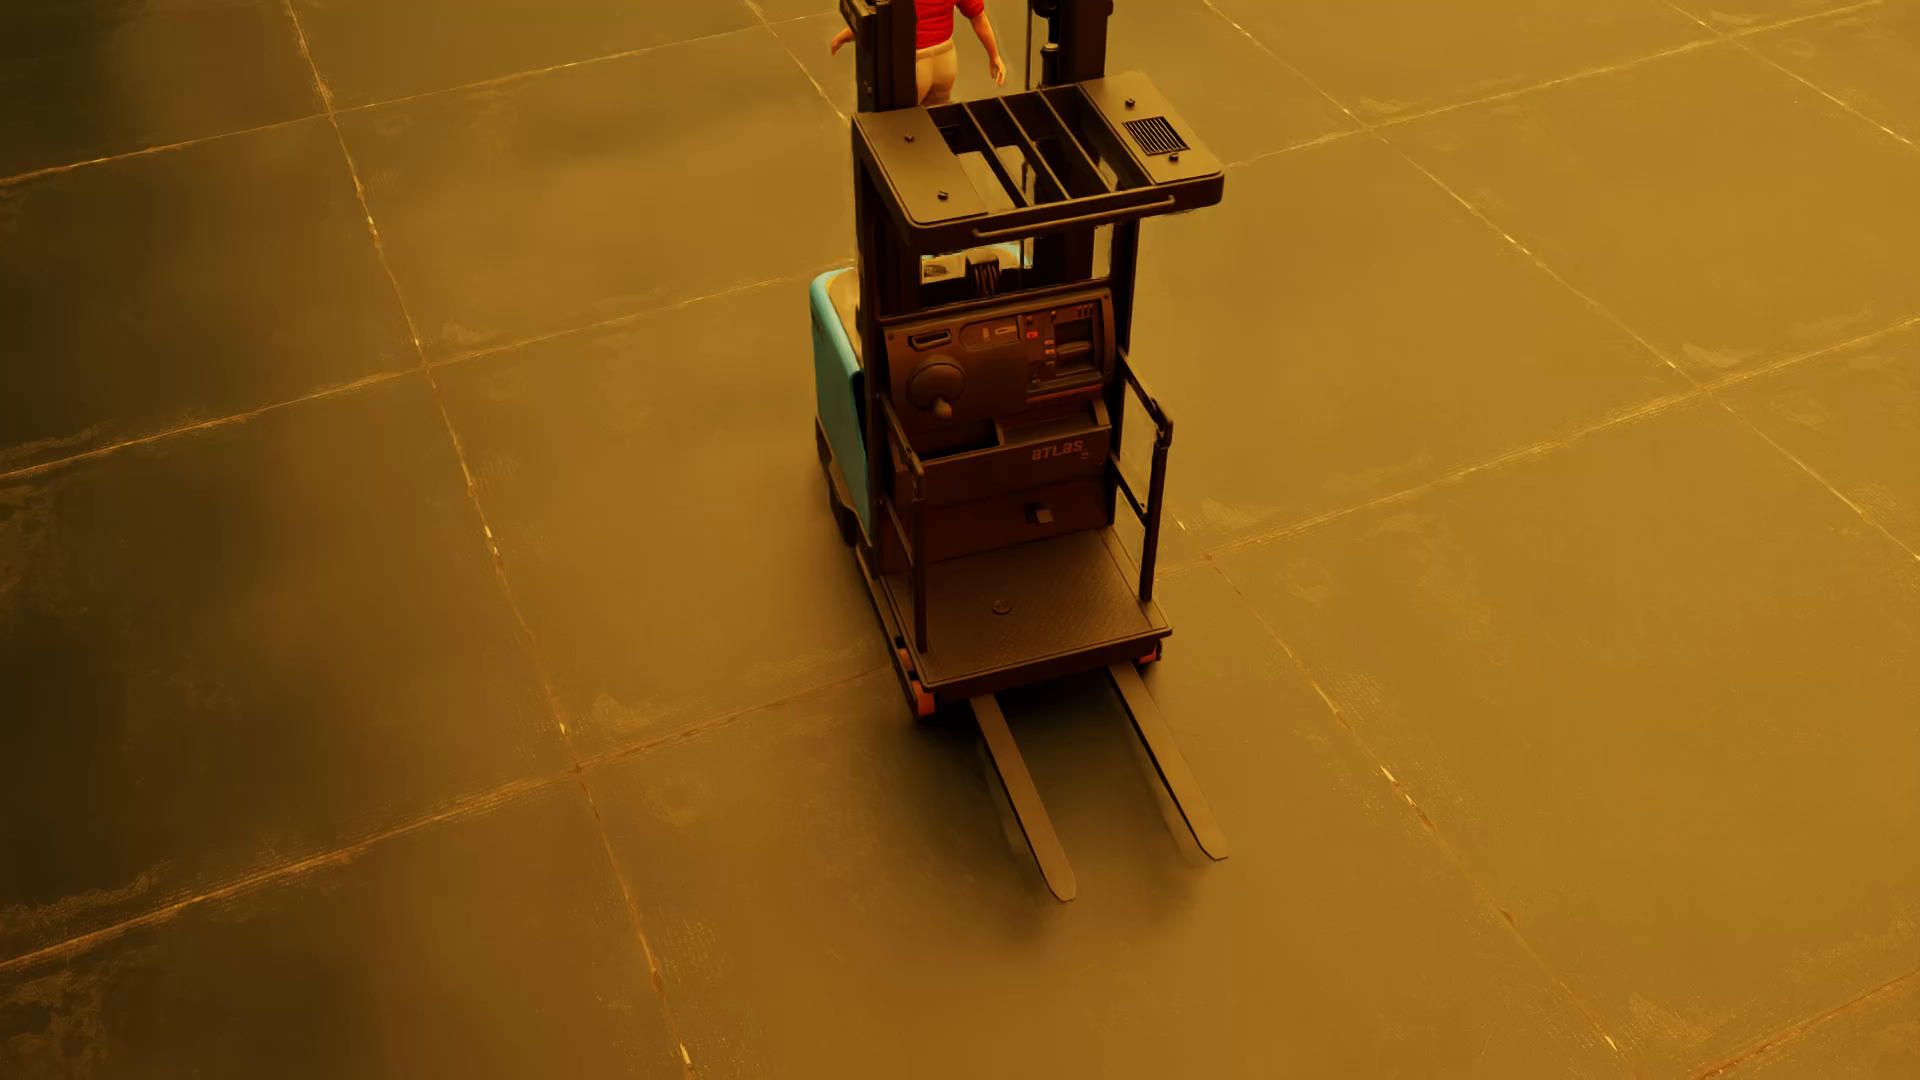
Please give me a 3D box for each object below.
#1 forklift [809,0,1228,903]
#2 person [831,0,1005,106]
[{"bbox_3d":[0.230,-0.637,6.363,1.130,2.935,3.031,-12,44,-13],"label":"forklift"},{"bbox_3d":[-0.219,-2.698,9.474,0.870,1.710,0.680,-21,47,-21],"label":"person"}]
